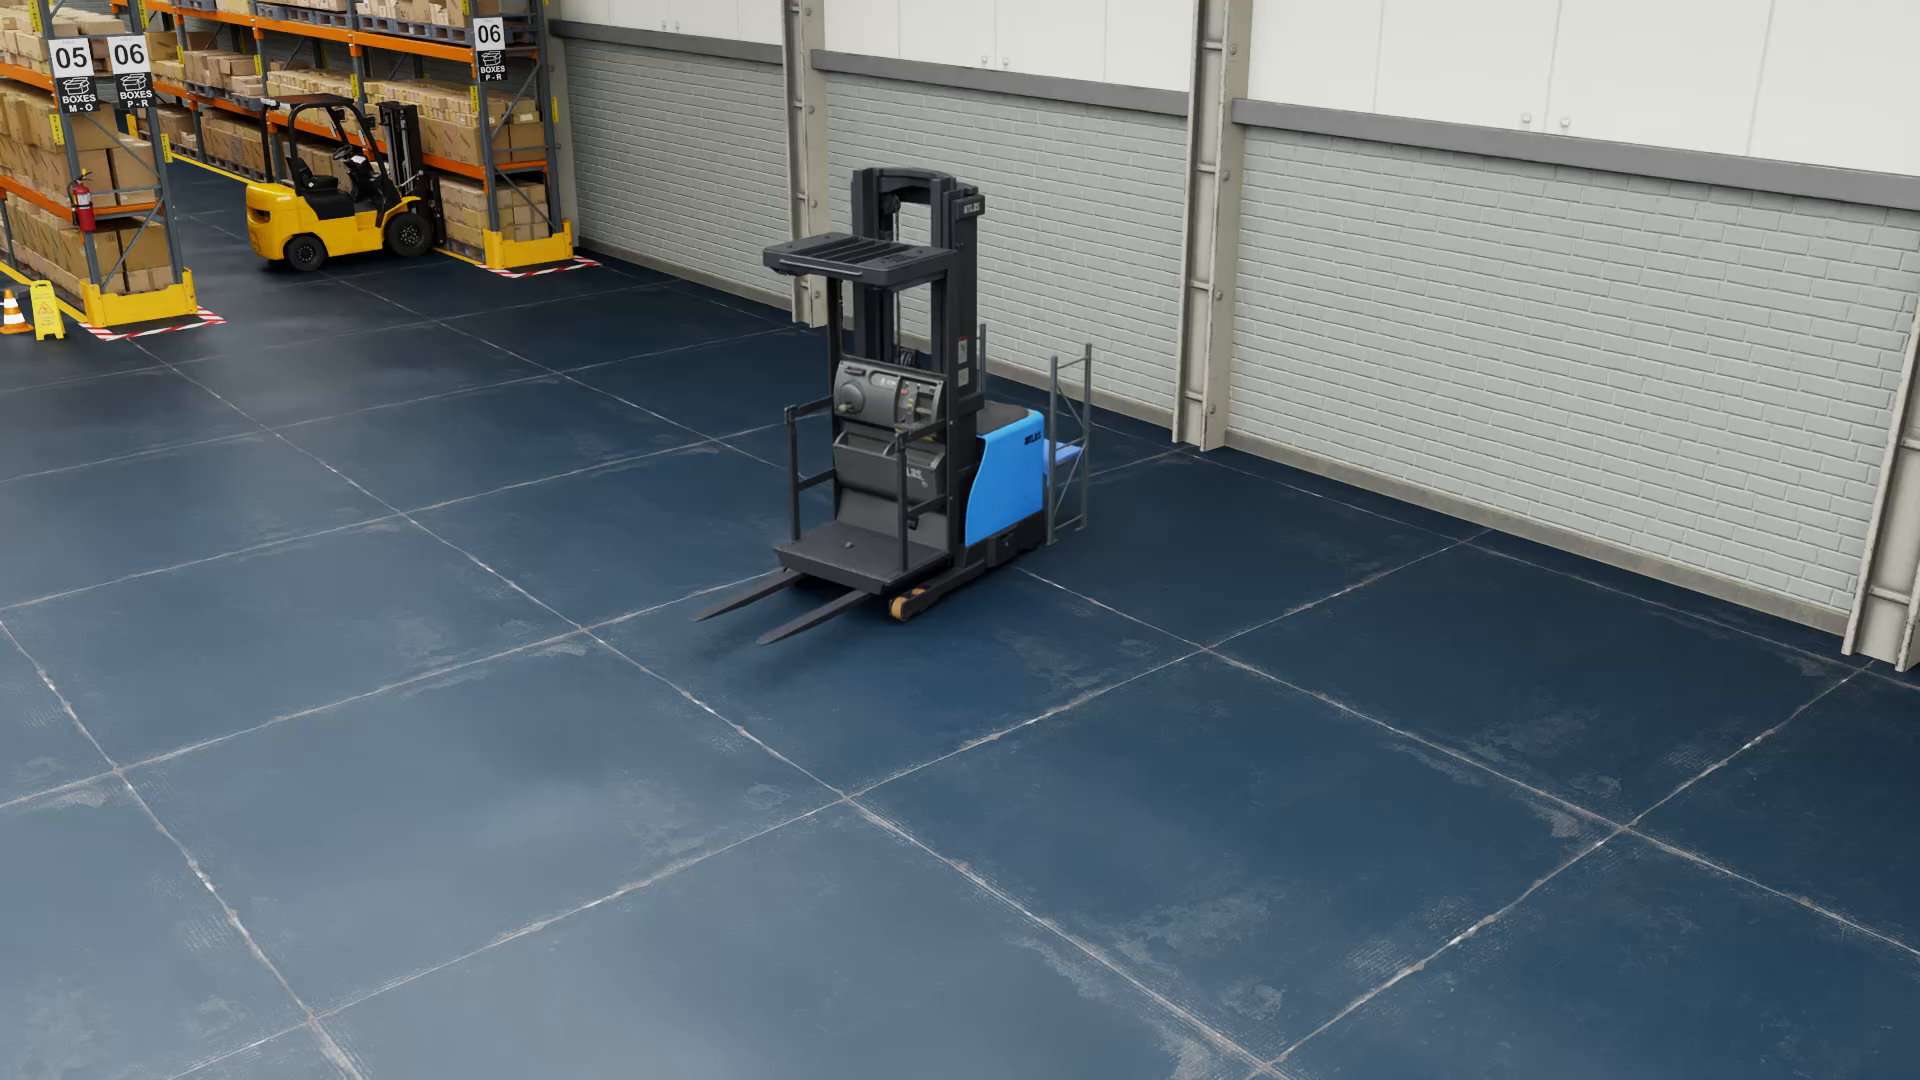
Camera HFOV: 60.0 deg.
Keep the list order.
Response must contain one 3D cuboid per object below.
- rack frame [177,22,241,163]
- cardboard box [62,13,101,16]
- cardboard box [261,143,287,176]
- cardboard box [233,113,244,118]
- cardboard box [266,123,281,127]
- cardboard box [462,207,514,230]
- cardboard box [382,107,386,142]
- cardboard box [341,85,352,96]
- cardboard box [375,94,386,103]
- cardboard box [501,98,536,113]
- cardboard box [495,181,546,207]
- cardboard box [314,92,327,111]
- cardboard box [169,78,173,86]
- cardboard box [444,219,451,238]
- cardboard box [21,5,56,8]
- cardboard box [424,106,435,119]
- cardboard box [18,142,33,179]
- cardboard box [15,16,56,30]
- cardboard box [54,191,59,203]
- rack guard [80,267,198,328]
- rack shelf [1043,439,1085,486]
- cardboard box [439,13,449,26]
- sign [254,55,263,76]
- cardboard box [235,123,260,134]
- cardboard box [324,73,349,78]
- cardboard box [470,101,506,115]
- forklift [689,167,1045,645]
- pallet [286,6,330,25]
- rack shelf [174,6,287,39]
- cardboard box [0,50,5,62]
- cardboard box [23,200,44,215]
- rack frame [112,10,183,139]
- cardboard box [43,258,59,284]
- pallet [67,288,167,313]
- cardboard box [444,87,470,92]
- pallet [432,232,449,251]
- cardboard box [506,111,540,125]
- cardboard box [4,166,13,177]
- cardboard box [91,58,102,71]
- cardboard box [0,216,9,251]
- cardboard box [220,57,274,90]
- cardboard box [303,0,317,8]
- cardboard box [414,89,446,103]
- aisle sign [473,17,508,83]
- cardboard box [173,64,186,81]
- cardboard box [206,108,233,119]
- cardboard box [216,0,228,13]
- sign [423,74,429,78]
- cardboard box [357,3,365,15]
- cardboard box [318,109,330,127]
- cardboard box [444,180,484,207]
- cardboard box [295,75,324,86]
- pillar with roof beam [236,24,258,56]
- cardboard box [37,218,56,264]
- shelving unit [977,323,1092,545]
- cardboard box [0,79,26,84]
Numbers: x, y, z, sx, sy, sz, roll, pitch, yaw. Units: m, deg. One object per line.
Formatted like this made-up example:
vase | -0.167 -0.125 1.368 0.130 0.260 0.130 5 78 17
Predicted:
rack frame | -13.702 -8.510 30.599 1.000 3.000 0.127 -17 27 -37
cardboard box | -10.447 -6.184 19.797 0.380 0.149 0.250 -17 27 -36
cardboard box | -11.529 -6.502 28.324 0.500 0.500 0.500 -16 27 -36
cardboard box | -13.243 -7.811 30.775 0.380 0.149 0.250 -19 28 -39
cardboard box | -12.079 -7.301 29.475 0.380 0.149 0.250 -17 27 -37
cardboard box | -6.423 -4.403 22.621 0.500 0.250 0.500 -18 28 -38
cardboard box | -8.035 -6.022 24.108 0.500 0.500 0.500 -17 27 -37
cardboard box | -9.173 -6.837 25.301 0.380 0.149 0.250 -17 27 -37
cardboard box | -8.301 -6.427 24.252 0.380 0.149 0.250 -17 27 -36
cardboard box | -5.926 -5.825 22.310 0.380 0.149 0.250 -18 28 -38
cardboard box | -6.039 -4.753 22.830 0.500 0.250 0.500 -18 28 -38
cardboard box | -9.664 -6.821 25.805 0.500 0.250 0.500 -17 27 -36
cardboard box | -14.626 -8.633 31.256 0.380 0.149 0.250 -17 27 -36
cardboard box | -7.052 -4.445 23.413 0.500 0.250 0.500 -17 27 -37
cardboard box | -11.637 -6.679 21.062 0.380 0.149 0.250 -18 28 -39
cardboard box | -7.163 -5.921 22.962 0.380 0.149 0.250 -17 27 -37
cardboard box | -11.153 -4.704 20.337 0.500 0.500 0.500 -17 27 -37
cardboard box | -10.822 -6.063 19.489 0.380 0.149 0.250 -18 28 -39
cardboard box | -10.433 -4.067 19.599 0.380 0.149 0.250 -18 28 -38
rack guard | -9.676 -2.869 19.624 1.175 0.500 0.348 -17 27 -37
rack shelf | 0.442 -0.681 13.160 1.000 0.185 0.538 16 26 35
cardboard box | -6.640 -6.873 21.938 0.380 0.149 0.250 -18 28 -39
sign | -11.496 -7.775 27.244 0.100 0.325 0.005 -17 27 -37
cardboard box | -12.571 -7.268 29.389 0.380 0.149 0.250 -17 27 -37
cardboard box | -10.022 -7.438 26.835 0.380 0.149 0.250 -18 27 -38
cardboard box | -6.262 -5.731 22.068 0.380 0.149 0.250 -17 27 -37
forklift | -0.631 -1.004 11.528 1.130 2.935 3.031 15 26 34
pallet | -9.848 -8.239 26.053 1.003 0.211 1.213 -16 26 -35
rack shelf | -12.396 -9.019 28.772 1.077 0.370 4.000 -17 27 -37
cardboard box | -11.445 -5.875 20.103 0.380 0.149 0.250 -18 28 -38
cardboard box | -11.506 -4.192 20.851 0.380 0.149 0.250 -16 26 -34
rack frame | -16.313 -9.615 33.420 1.000 3.000 0.127 -17 27 -37
cardboard box | -11.036 -3.375 20.682 0.500 0.250 0.500 -19 28 -39
pallet | -10.180 -2.967 20.271 1.003 0.211 1.213 -17 27 -37
cardboard box | -7.089 -6.332 23.603 0.380 0.149 0.250 -16 27 -36
pallet | -7.192 -4.435 24.017 1.003 0.211 1.213 -17 27 -37
cardboard box | -5.893 -5.699 22.394 0.380 0.149 0.250 -18 28 -39
cardboard box | -12.071 -4.779 21.418 0.380 0.149 0.250 -16 27 -36
cardboard box | -9.836 -5.512 19.175 0.380 0.149 0.250 -19 28 -39
cardboard box | -12.582 -4.233 22.707 0.950 0.372 0.625 -17 27 -37
cardboard box | -12.296 -8.056 28.721 0.797 0.503 0.637 -18 28 -39
cardboard box | -9.638 -8.251 25.234 0.500 0.311 0.500 -19 28 -39
cardboard box | -7.419 -6.227 23.334 0.380 0.149 0.250 -17 27 -37
aisle sign | -6.048 -6.317 21.435 0.394 0.787 0.004 -17 27 -37
cardboard box | -14.219 -8.661 30.783 0.500 0.250 0.500 -17 27 -36
cardboard box | -13.463 -7.759 30.236 0.380 0.149 0.250 -19 28 -40
cardboard box | -12.265 -9.093 28.179 0.500 0.250 0.500 -17 27 -37
sign | -8.060 -6.872 25.122 0.100 0.325 0.005 -17 27 -37
cardboard box | -8.417 -7.625 23.858 0.380 0.149 0.250 -17 27 -36
cardboard box | -9.640 -6.589 25.899 0.500 0.250 0.500 -17 27 -37
cardboard box | -6.743 -4.768 22.868 0.500 0.250 0.500 -17 27 -36
cardboard box | -10.376 -7.326 26.548 0.380 0.149 0.250 -17 27 -37
pillar with roof beam | -16.735 -10.686 27.927 9.100 9.000 0.400 -17 27 -37
cardboard box | -11.014 -3.720 20.535 0.500 0.500 0.500 -18 28 -39
shelving unit | 0.442 -0.849 13.095 1.048 1.500 0.538 16 26 35
cardboard box | -12.115 -5.595 21.239 0.700 0.500 0.500 -18 28 -38
